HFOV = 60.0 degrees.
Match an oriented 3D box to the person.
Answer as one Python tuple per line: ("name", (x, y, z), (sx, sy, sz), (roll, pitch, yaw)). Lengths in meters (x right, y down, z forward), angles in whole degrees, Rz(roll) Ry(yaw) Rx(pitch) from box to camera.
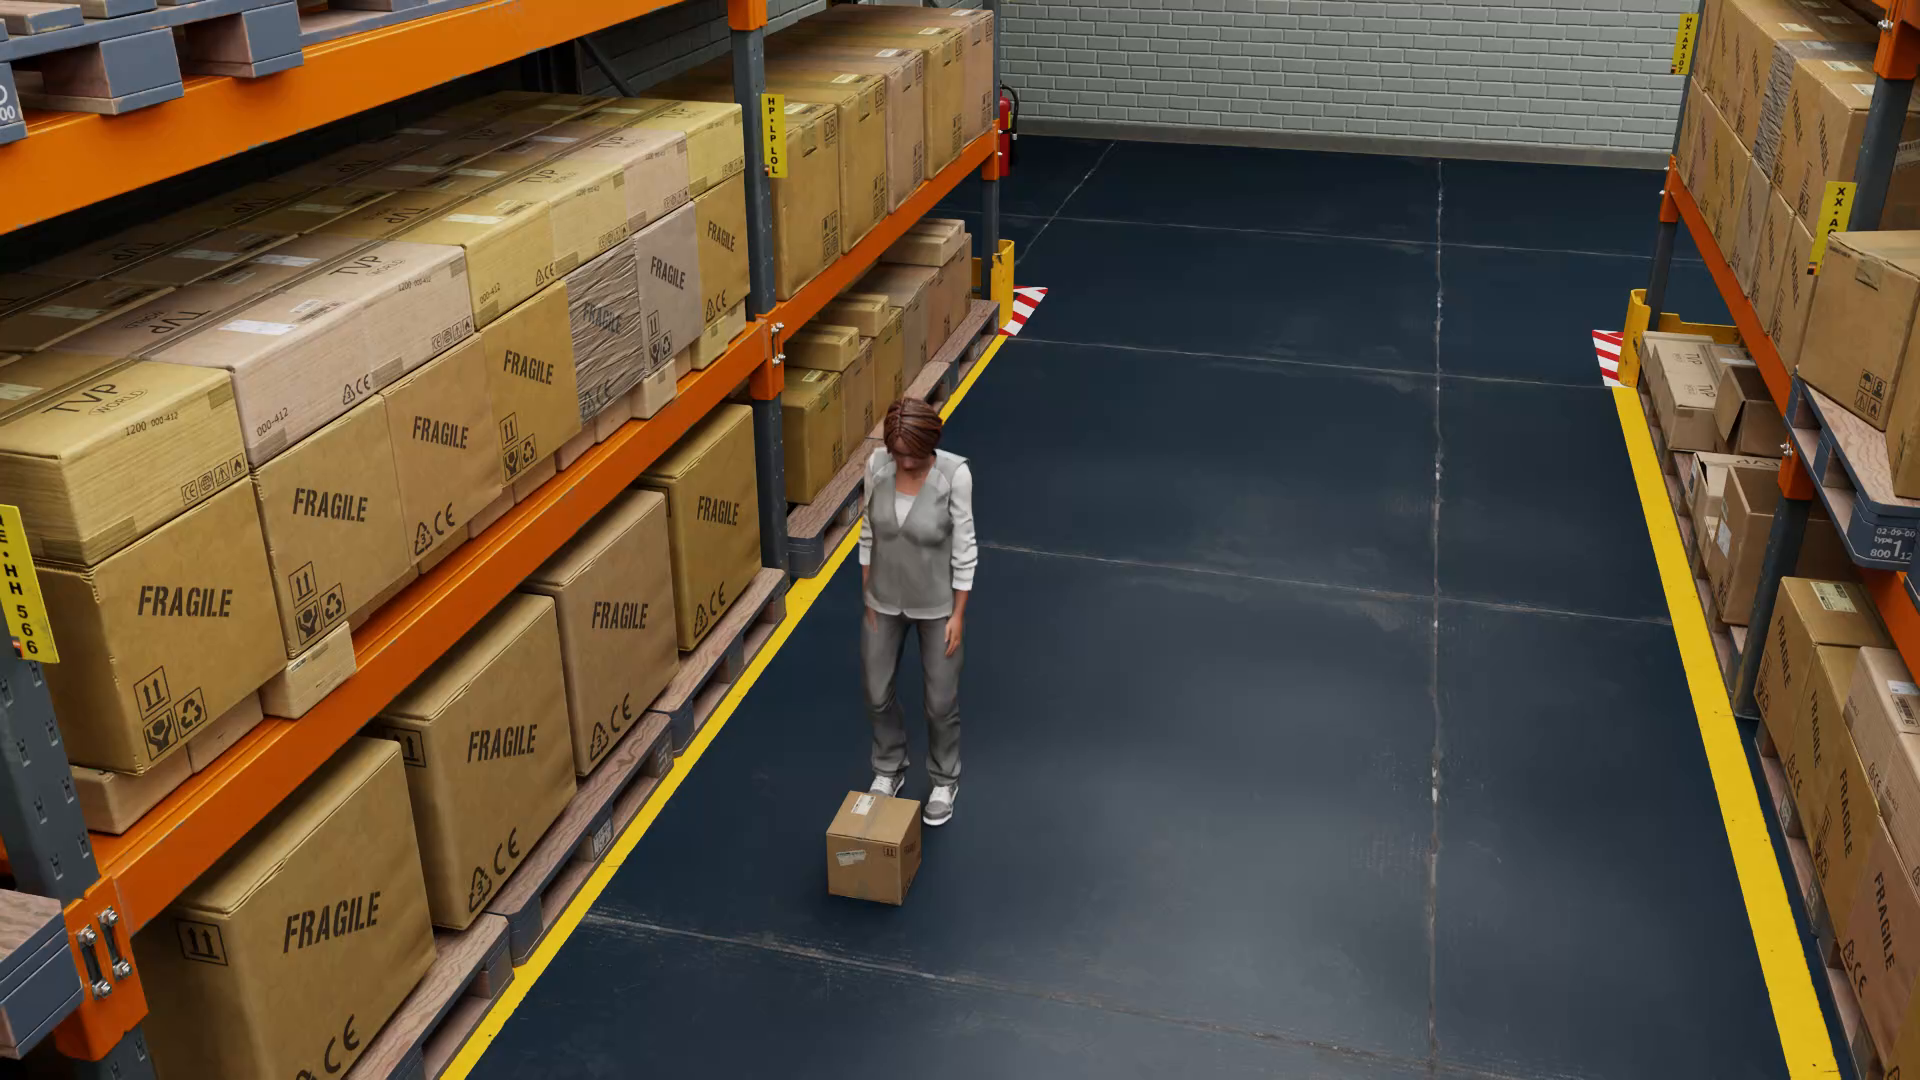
("person", (-0.138, 0.238, 5.660), (0.417, 1.579, 0.341), (7, 27, 15))
